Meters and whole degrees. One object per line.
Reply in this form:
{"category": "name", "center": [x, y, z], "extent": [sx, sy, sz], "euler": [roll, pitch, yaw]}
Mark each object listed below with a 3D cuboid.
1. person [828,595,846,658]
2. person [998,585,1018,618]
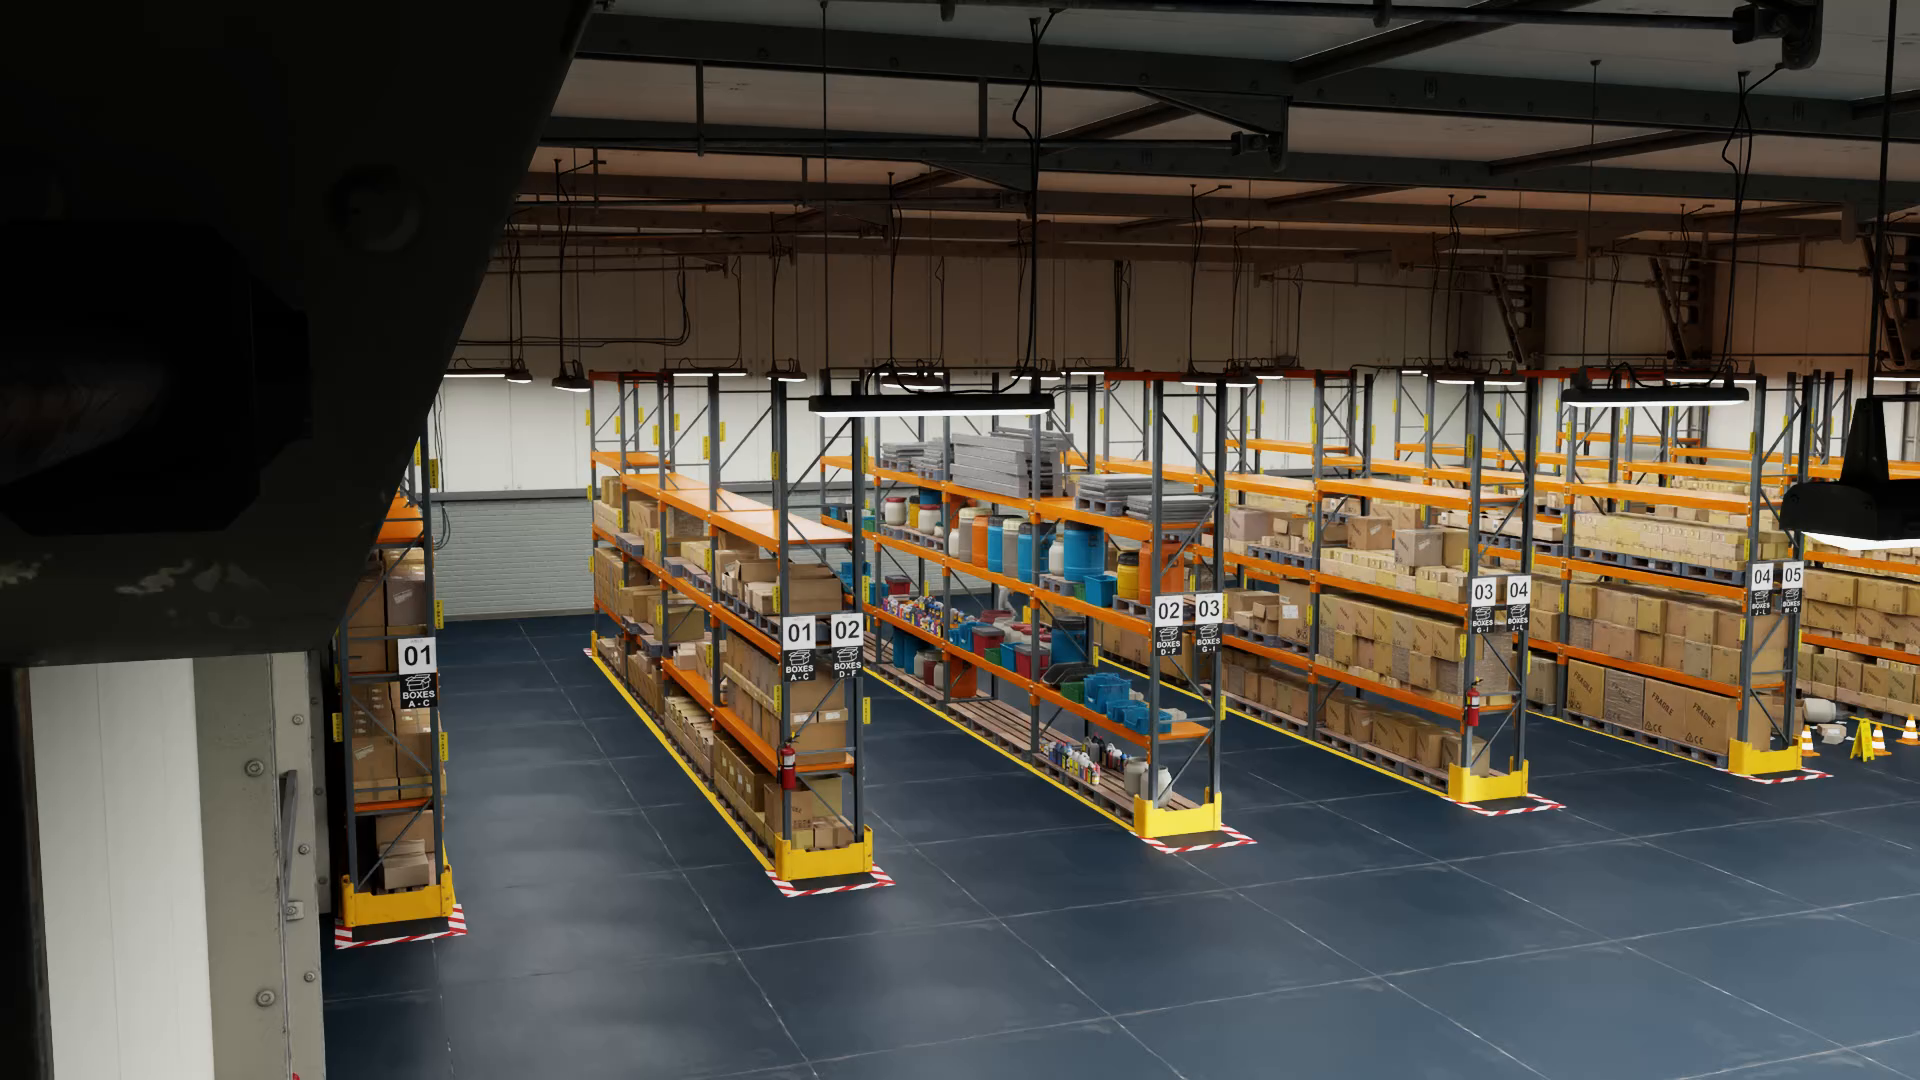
{"category": "person", "center": [-2.701, 1.567, 34.870], "extent": [0.581, 1.716, 1.207], "euler": [1, 6, 10]}
{"category": "person", "center": [1.031, 1.135, 39.278], "extent": [0.884, 1.621, 0.485], "euler": [-4, 8, -32]}
